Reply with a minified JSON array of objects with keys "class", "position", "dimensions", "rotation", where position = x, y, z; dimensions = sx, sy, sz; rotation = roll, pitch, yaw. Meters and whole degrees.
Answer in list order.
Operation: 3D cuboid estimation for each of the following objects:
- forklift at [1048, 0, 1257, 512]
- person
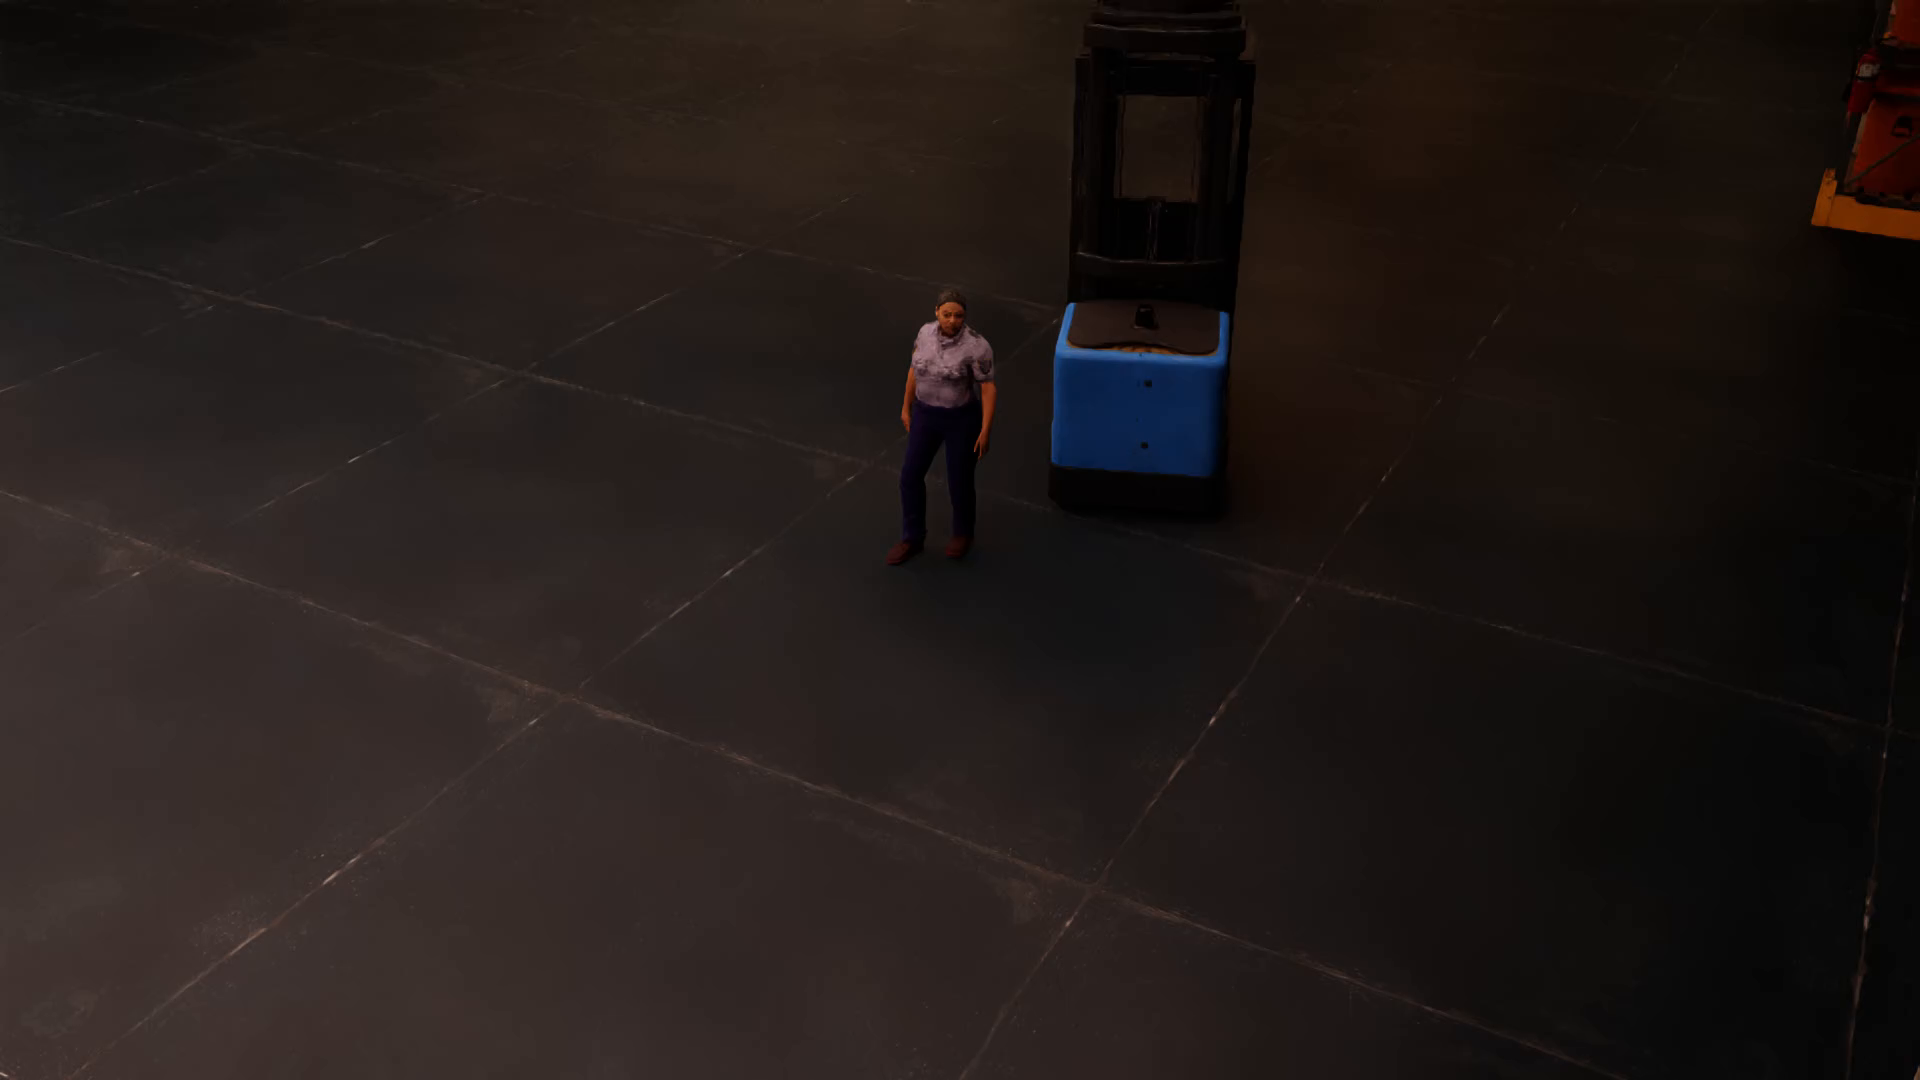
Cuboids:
[{"class":"forklift","position":[1.287,-2.156,10.806],"dimensions":[1.130,2.935,3.031],"rotation":[4,30,8]},{"class":"person","position":[-0.106,-0.625,9.467],"dimensions":[0.618,1.624,0.544],"rotation":[13,33,22]}]
